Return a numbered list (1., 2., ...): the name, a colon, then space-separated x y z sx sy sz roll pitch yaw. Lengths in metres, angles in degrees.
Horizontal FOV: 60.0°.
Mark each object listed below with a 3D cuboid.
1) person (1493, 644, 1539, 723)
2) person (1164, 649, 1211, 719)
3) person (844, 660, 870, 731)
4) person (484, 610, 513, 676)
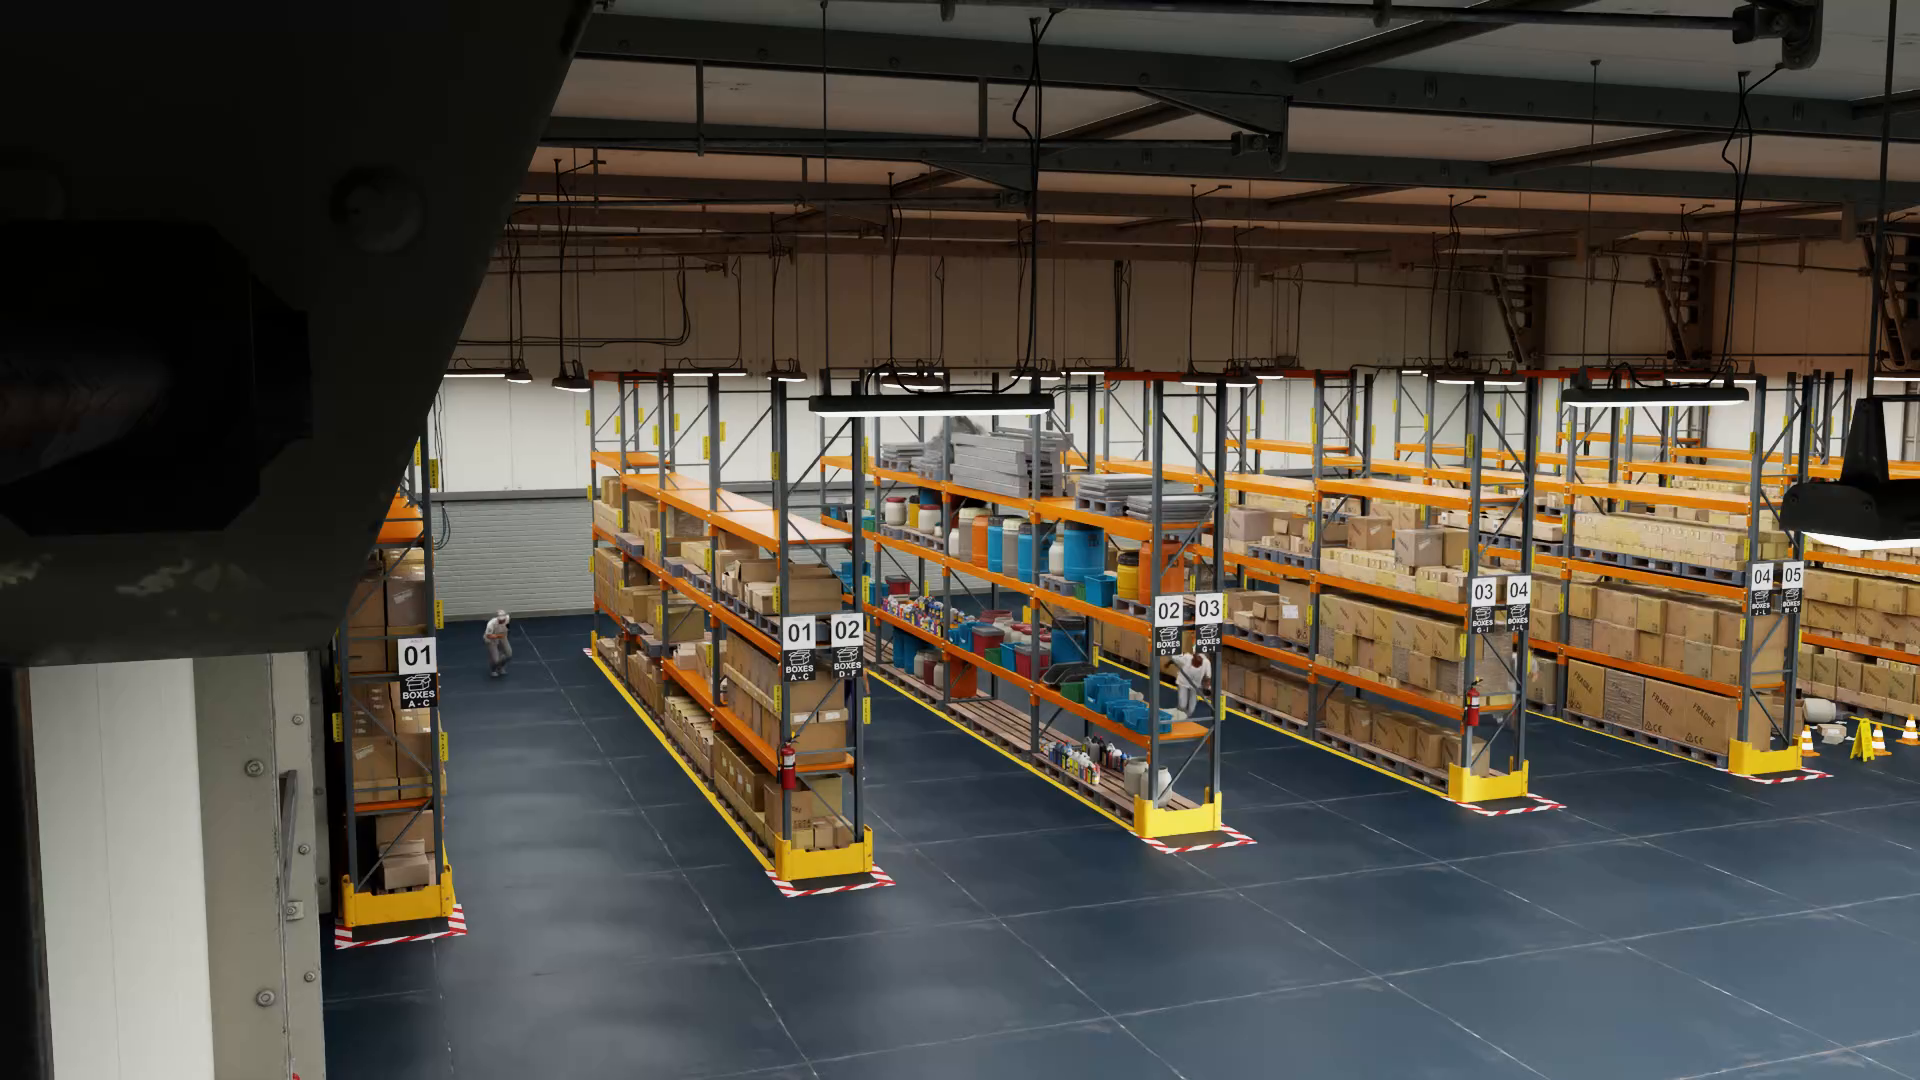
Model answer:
1. person: 9.365 2.442 28.022 0.568 1.500 1.034 -1 6 -9
2. person: 3.848 2.469 27.748 0.708 1.516 1.033 -1 6 -7
3. person: -1.836 2.449 27.751 0.726 1.664 0.692 1 7 12
4. person: -9.032 2.015 32.563 0.905 1.392 0.629 6 9 44
